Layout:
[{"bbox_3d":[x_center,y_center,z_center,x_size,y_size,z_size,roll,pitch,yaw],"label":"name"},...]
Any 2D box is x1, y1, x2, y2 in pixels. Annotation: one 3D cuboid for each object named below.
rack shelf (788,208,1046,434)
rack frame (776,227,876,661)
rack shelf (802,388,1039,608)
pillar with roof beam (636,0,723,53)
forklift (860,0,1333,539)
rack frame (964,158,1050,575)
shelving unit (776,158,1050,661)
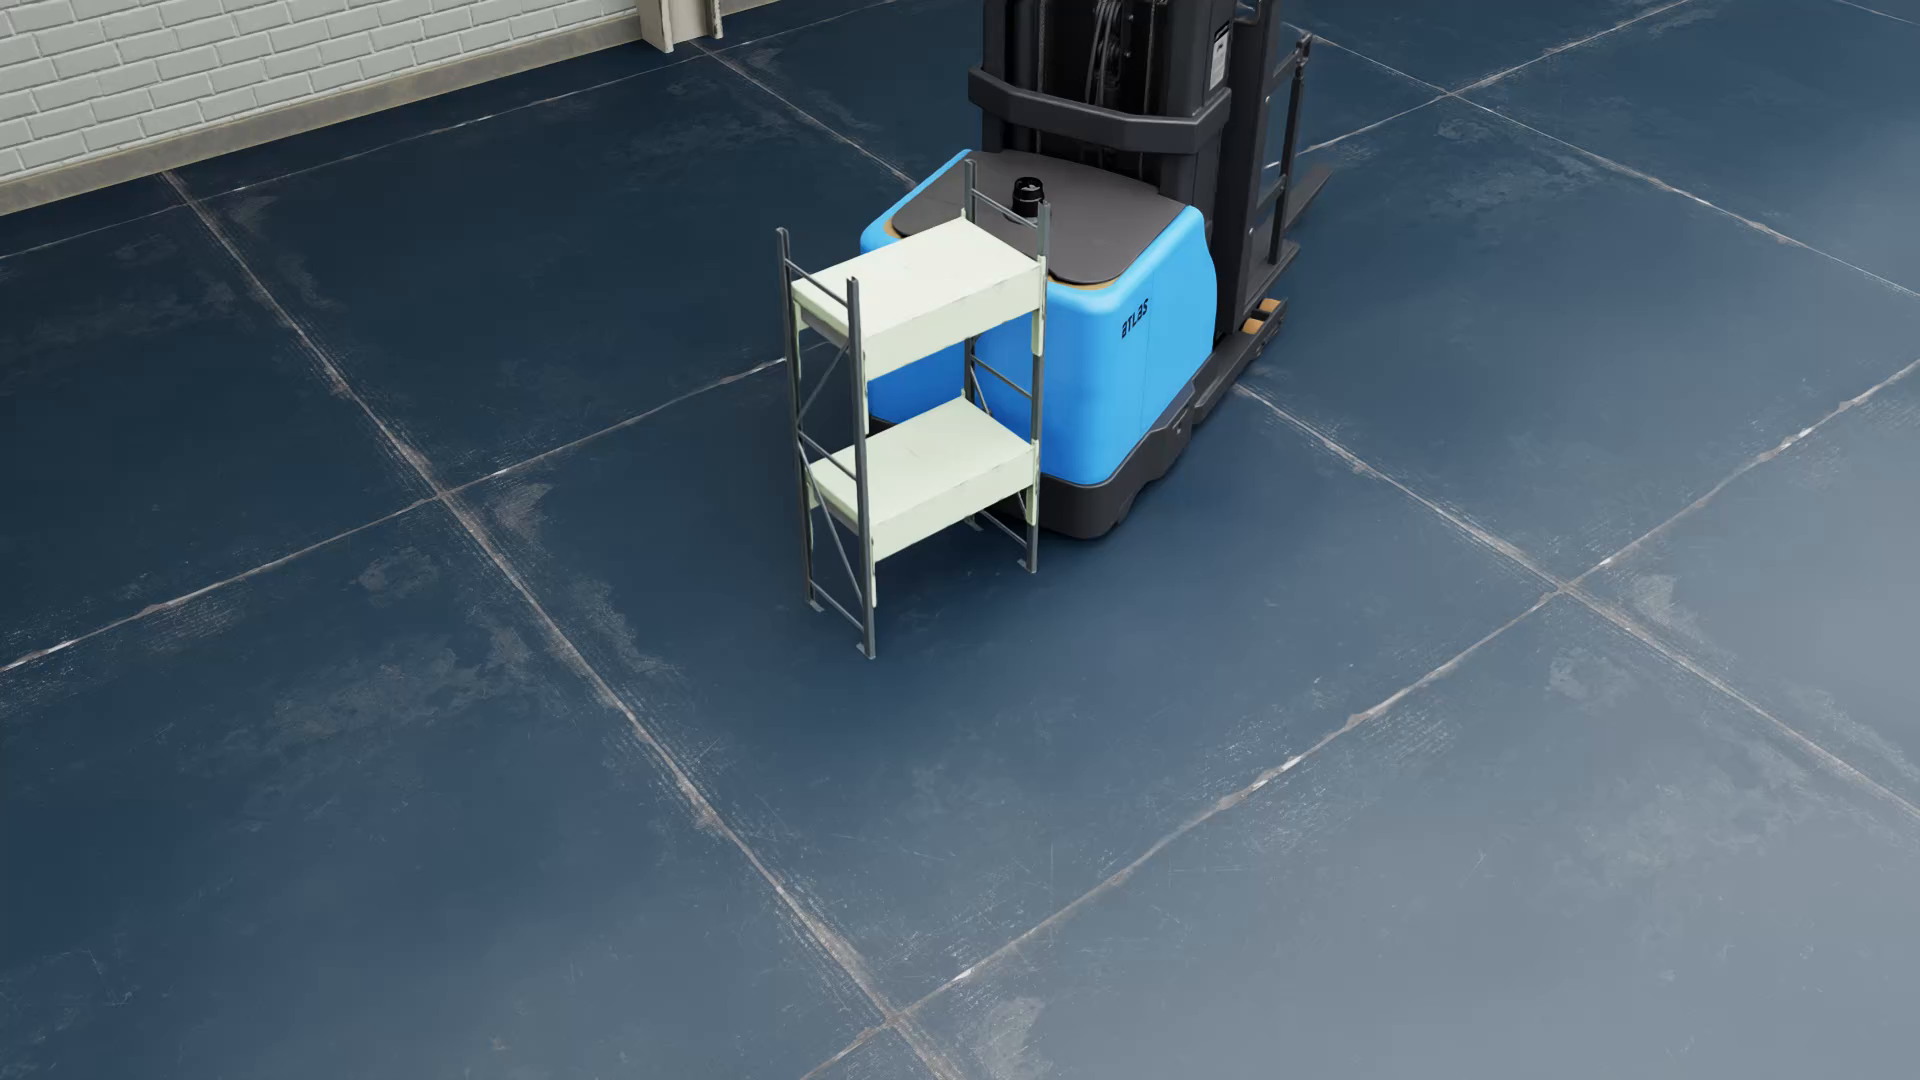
[{"bbox_3d":[-0.139,-0.712,5.320,0.720,0.370,0.431,-27,46,-29],"label":"rack shelf"},{"bbox_3d":[-0.425,-0.266,5.391,0.023,1.500,0.400,-27,46,-29],"label":"rack frame"},{"bbox_3d":[-0.139,-0.158,5.774,0.720,0.370,0.431,-27,46,-29],"label":"rack shelf"},{"bbox_3d":[0.966,-4.313,4.412,0.400,9.000,9.100,-26,46,-28],"label":"pillar with roof beam"},{"bbox_3d":[0.789,-2.056,6.446,1.130,2.935,3.031,20,43,22],"label":"forklift"},{"bbox_3d":[0.147,-0.555,5.744,0.023,1.500,0.400,-27,46,-29],"label":"rack frame"},{"bbox_3d":[-0.139,-0.410,5.568,0.755,1.500,0.431,-27,46,-29],"label":"shelving unit"}]
